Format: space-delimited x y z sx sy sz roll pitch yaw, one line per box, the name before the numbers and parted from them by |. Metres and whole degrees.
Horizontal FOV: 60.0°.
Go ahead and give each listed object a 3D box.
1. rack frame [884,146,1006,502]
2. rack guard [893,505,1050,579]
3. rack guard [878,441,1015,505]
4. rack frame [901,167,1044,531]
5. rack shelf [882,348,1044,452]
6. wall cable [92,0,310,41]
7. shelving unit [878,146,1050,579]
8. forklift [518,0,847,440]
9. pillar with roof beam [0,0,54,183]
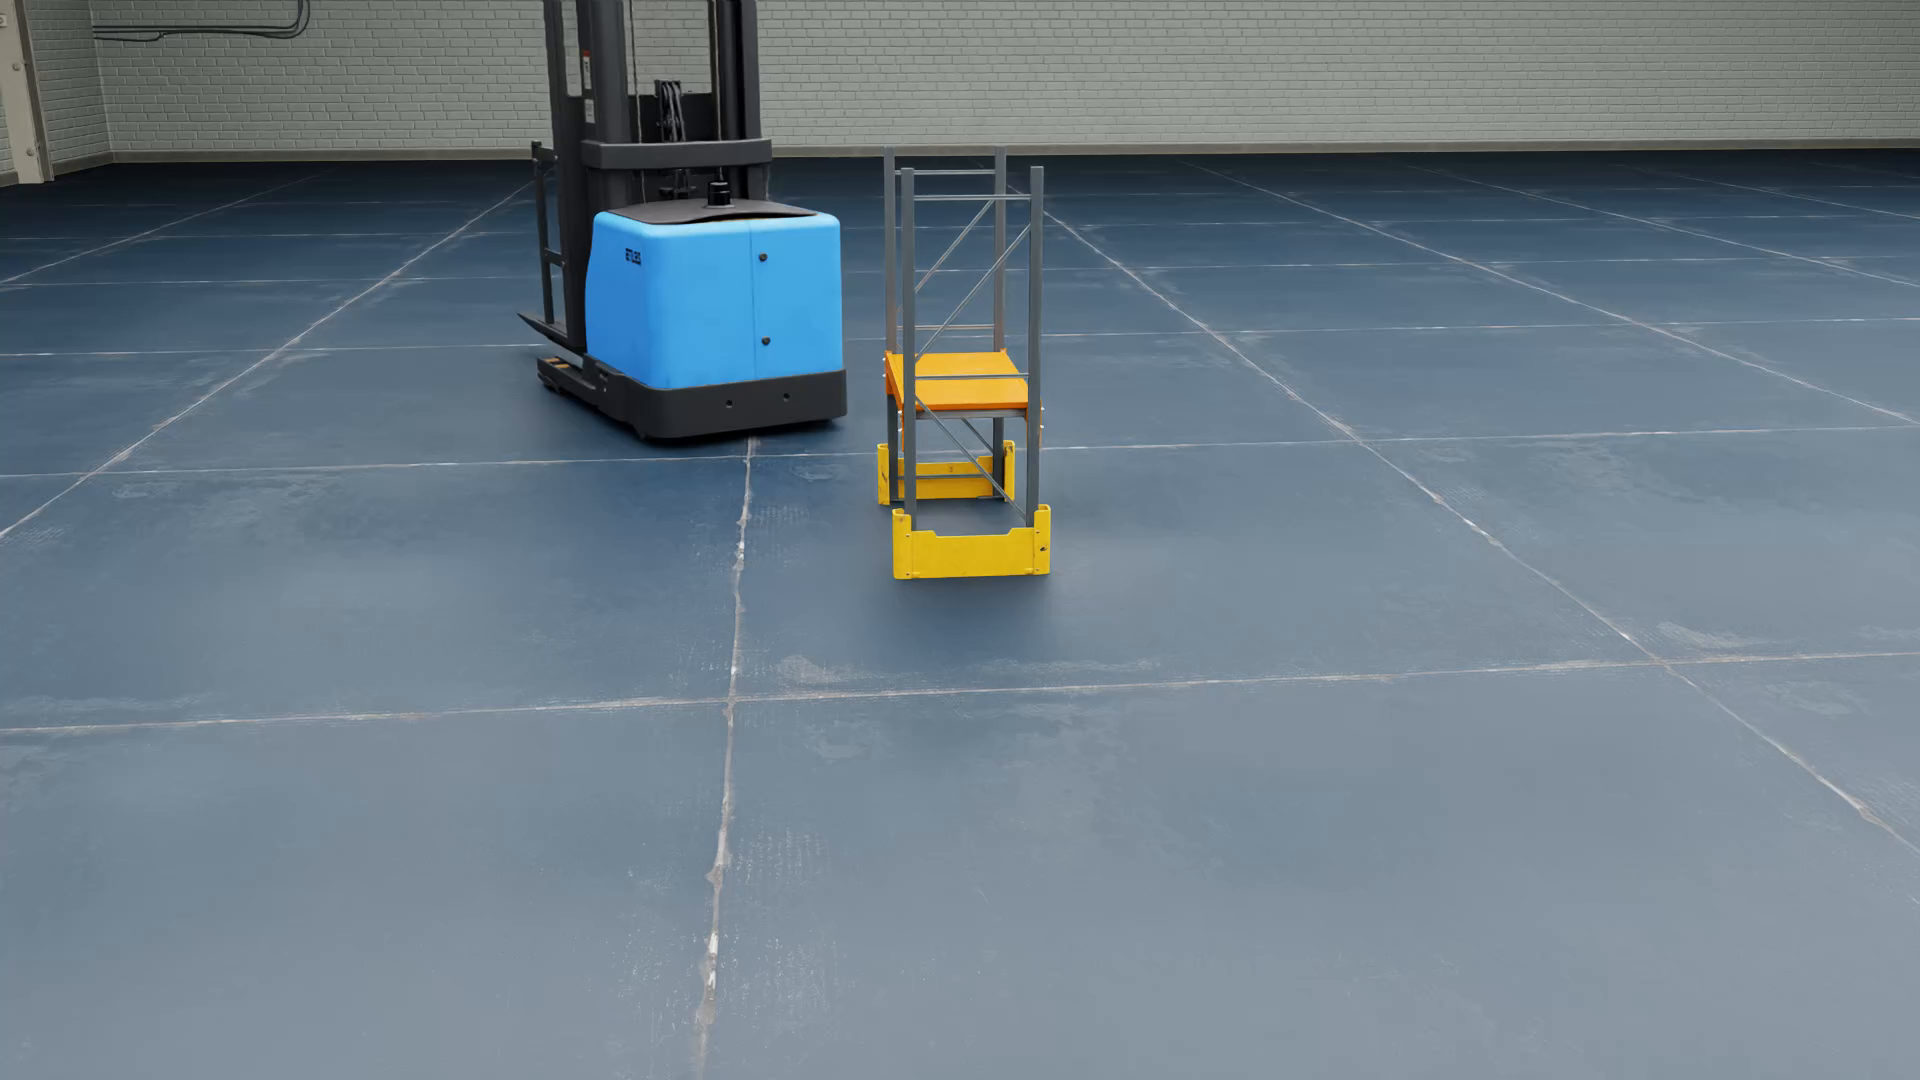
rack frame | -0.061 -0.892 7.016 0.500 1.500 0.032 -2 18 -6
rack guard | 0.043 0.006 6.239 0.587 0.250 0.087 -2 18 -6
rack guard | -0.059 -0.290 7.185 0.587 0.250 0.087 -2 18 -6
rack frame | 0.044 -0.590 6.051 0.500 1.500 0.032 -2 18 -6
rack shelf | -0.009 -0.569 6.587 0.538 0.185 1.000 -2 18 -6
wall cable | -10.812 -8.312 23.313 3.097 2.526 0.112 -2 18 -6
shelving unit | -0.008 -0.738 6.525 0.587 1.500 1.083 -2 18 -6
forklift | -1.745 -2.277 9.037 1.130 2.935 3.031 -10 20 -28
pillar with roof beam | -7.541 -9.008 20.346 9.100 9.000 0.400 -2 18 -6
